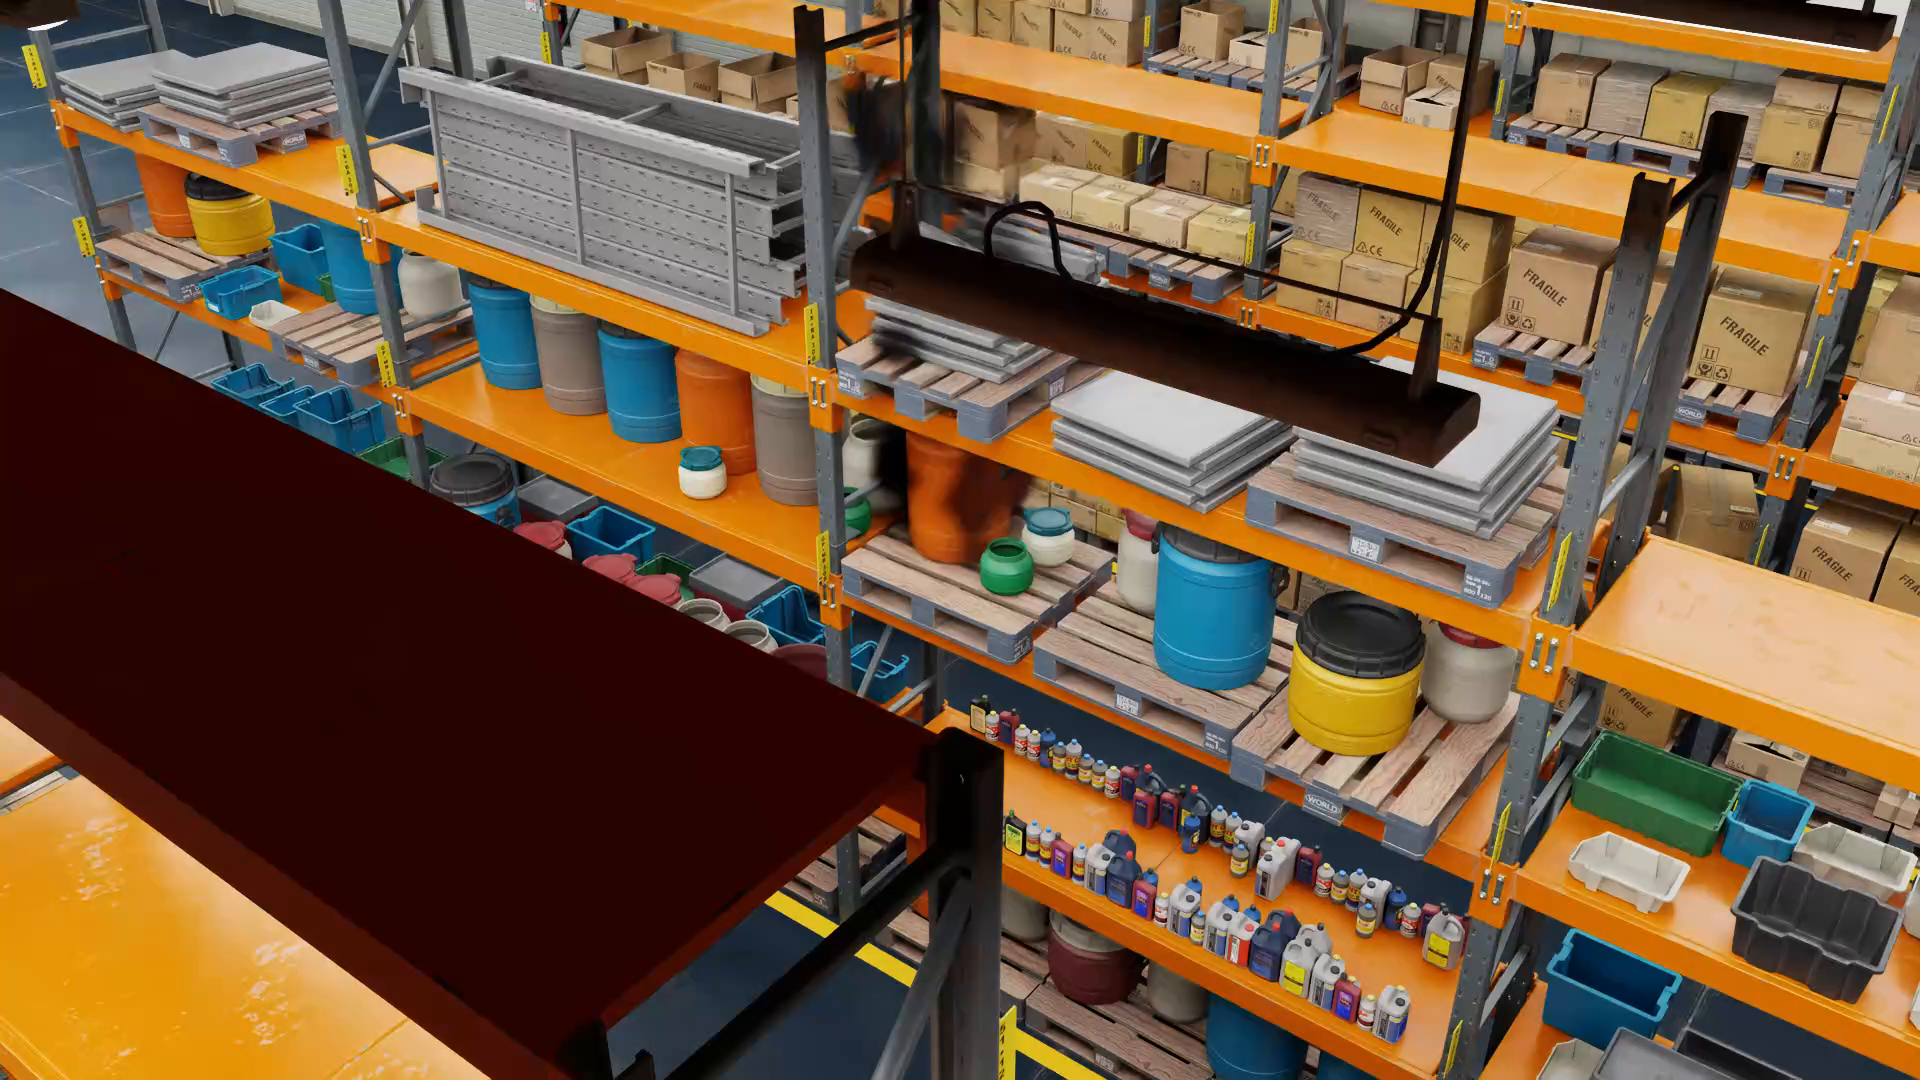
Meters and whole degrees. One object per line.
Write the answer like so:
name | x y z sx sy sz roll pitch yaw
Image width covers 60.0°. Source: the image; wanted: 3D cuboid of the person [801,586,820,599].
person | -1.044 -0.155 13.877 0.909 1.652 0.575 16 35 24
